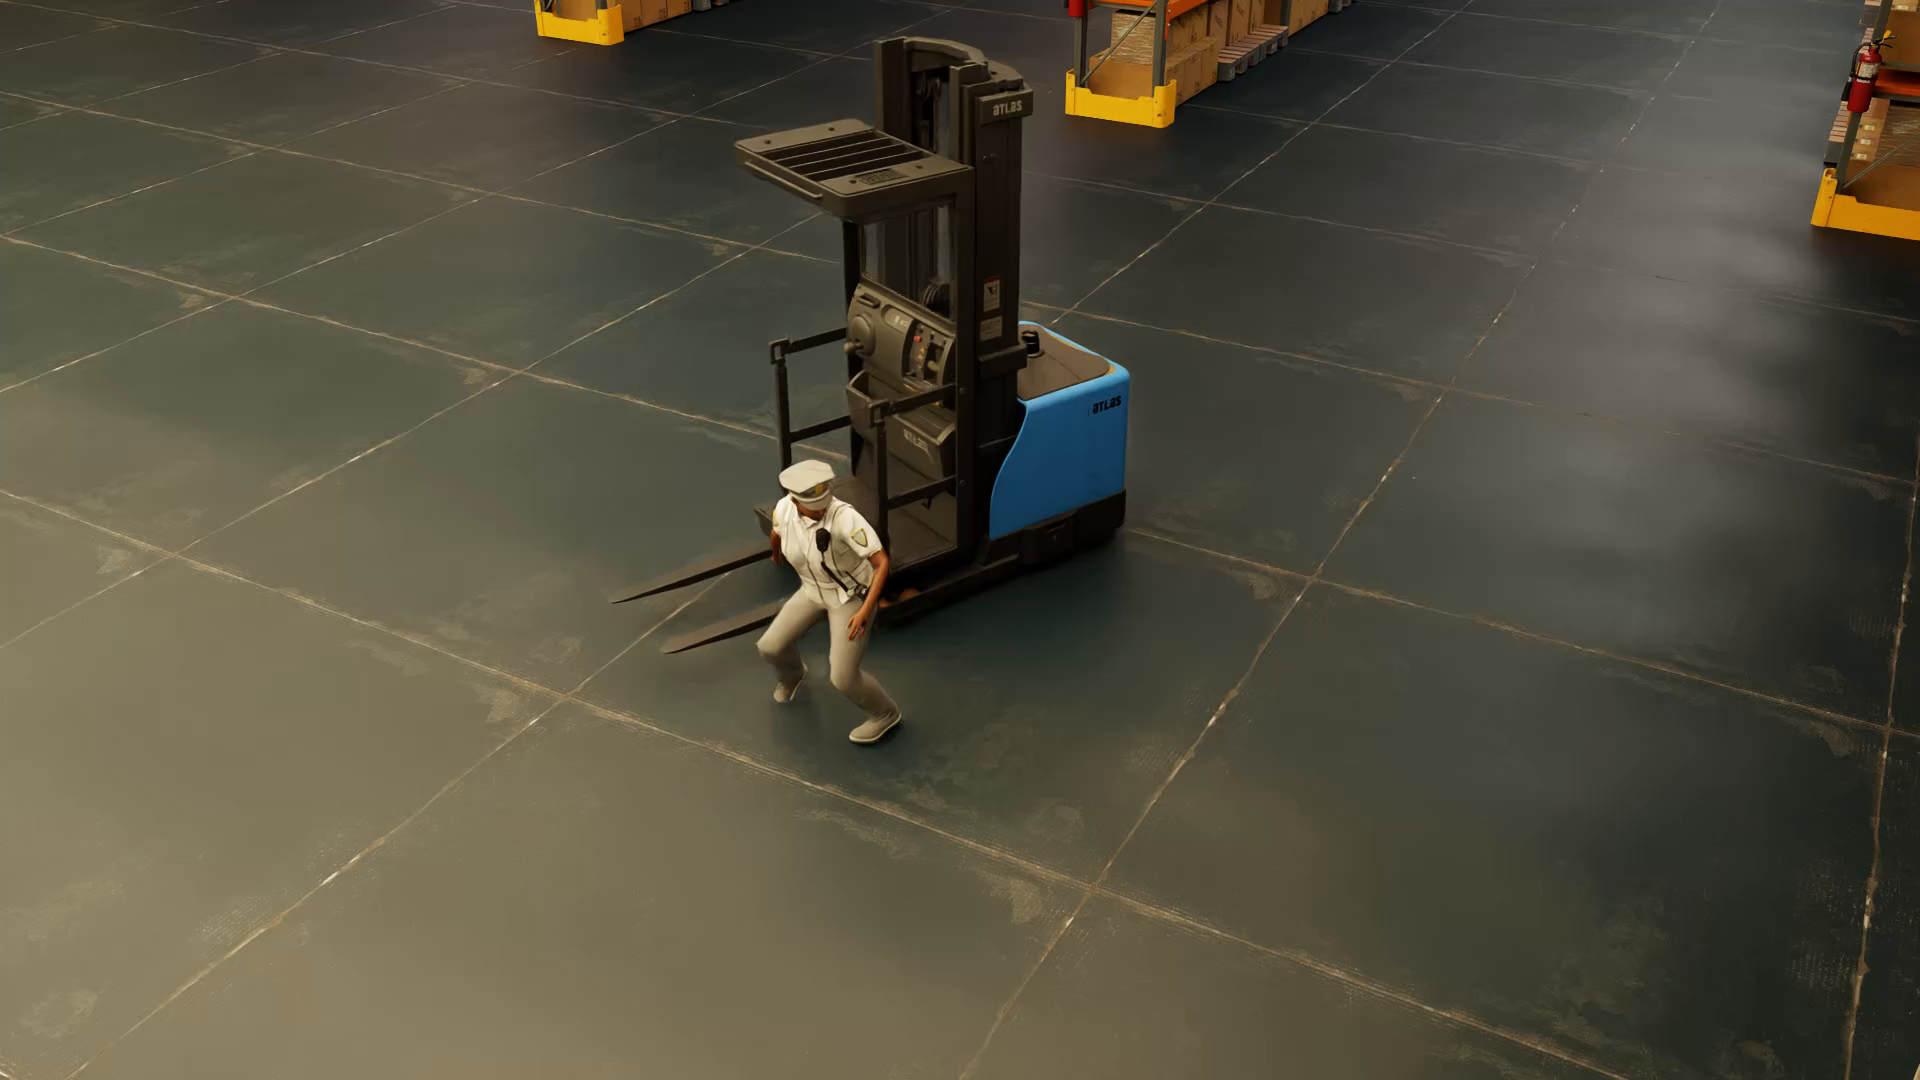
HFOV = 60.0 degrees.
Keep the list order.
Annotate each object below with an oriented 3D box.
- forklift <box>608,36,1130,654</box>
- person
[{"bbox_3d":[-0.495,-1.075,8.933,3.031,2.935,1.130,-20,36,-31],"label":"forklift"},{"bbox_3d":[-0.685,0.297,8.060,0.884,1.586,0.515,20,35,30],"label":"person"}]
